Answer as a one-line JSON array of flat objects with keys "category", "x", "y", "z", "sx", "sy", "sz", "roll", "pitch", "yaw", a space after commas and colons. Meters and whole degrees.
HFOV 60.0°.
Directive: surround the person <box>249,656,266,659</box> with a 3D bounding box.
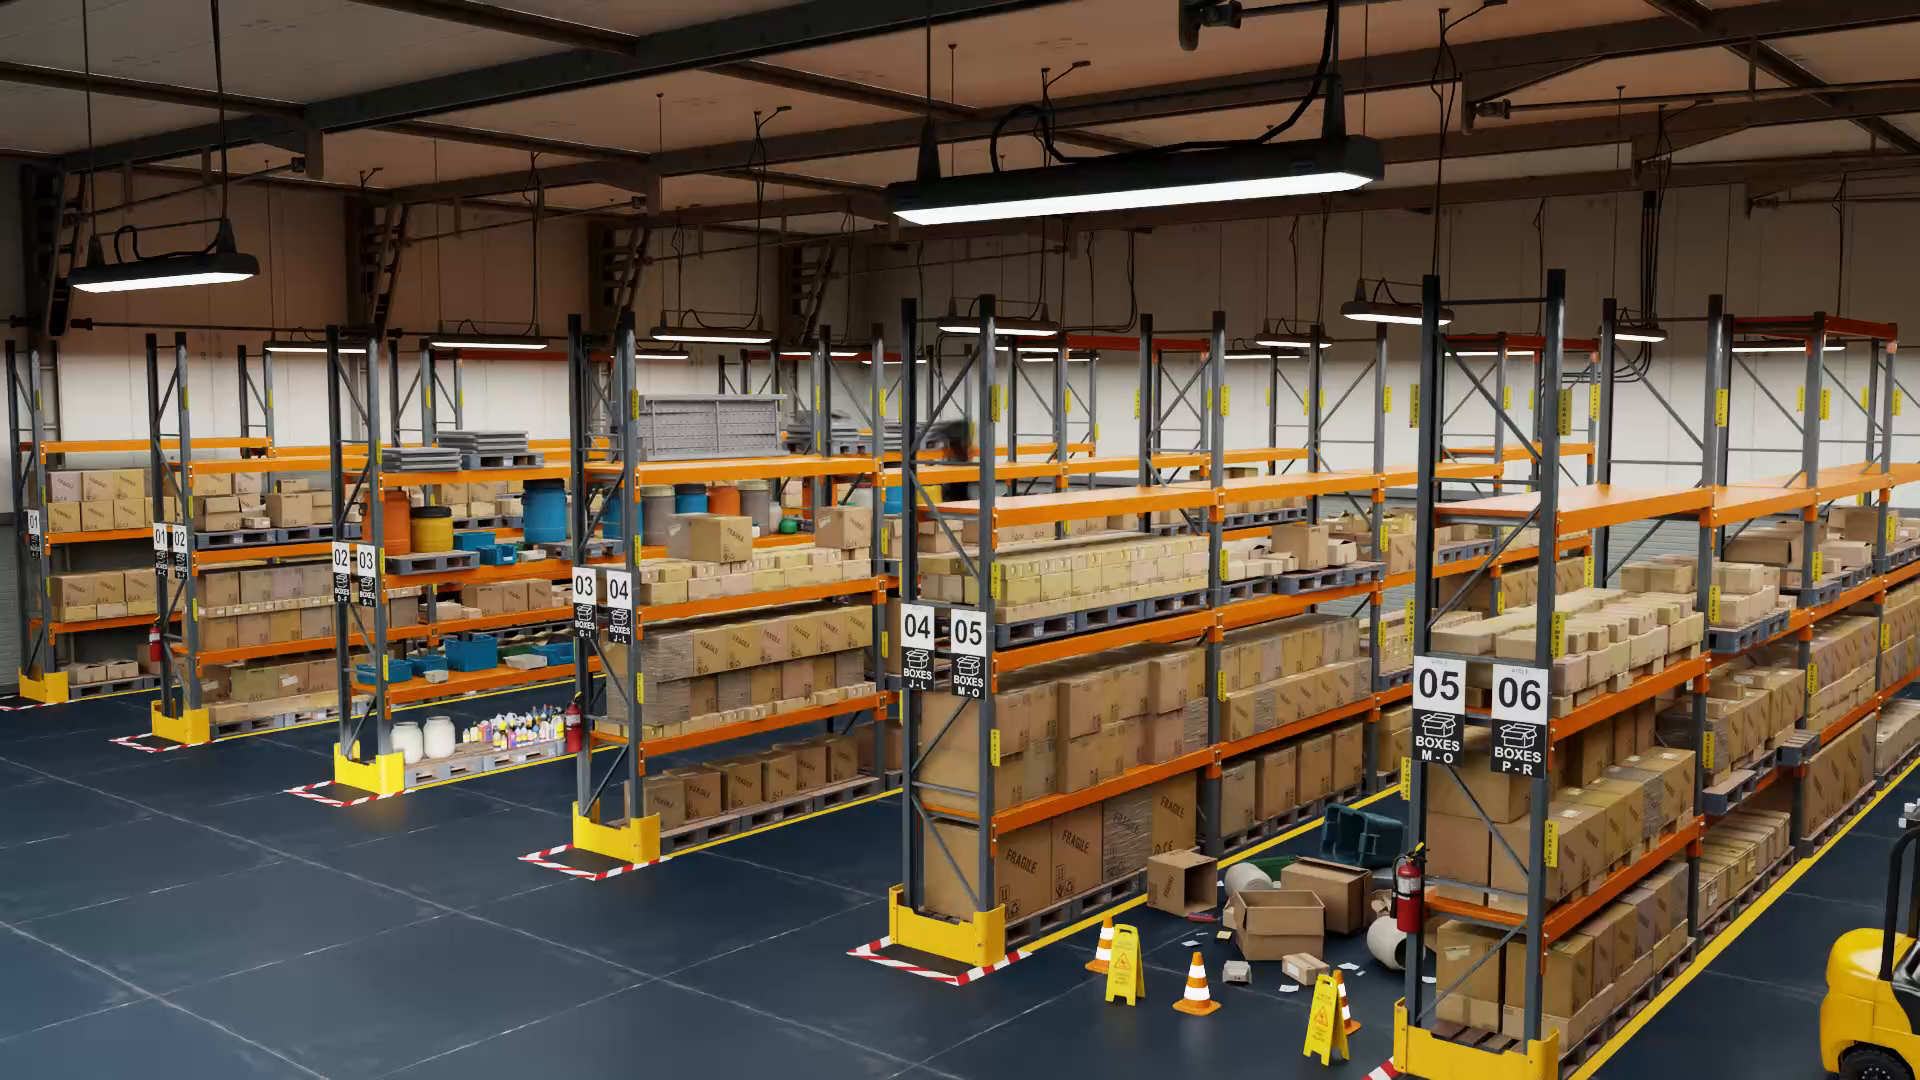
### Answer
[{"category": "person", "x": -11.580, "y": 1.821, "z": 27.406, "sx": 0.626, "sy": 1.734, "sz": 1.055, "roll": 3, "pitch": 6, "yaw": 33}]
